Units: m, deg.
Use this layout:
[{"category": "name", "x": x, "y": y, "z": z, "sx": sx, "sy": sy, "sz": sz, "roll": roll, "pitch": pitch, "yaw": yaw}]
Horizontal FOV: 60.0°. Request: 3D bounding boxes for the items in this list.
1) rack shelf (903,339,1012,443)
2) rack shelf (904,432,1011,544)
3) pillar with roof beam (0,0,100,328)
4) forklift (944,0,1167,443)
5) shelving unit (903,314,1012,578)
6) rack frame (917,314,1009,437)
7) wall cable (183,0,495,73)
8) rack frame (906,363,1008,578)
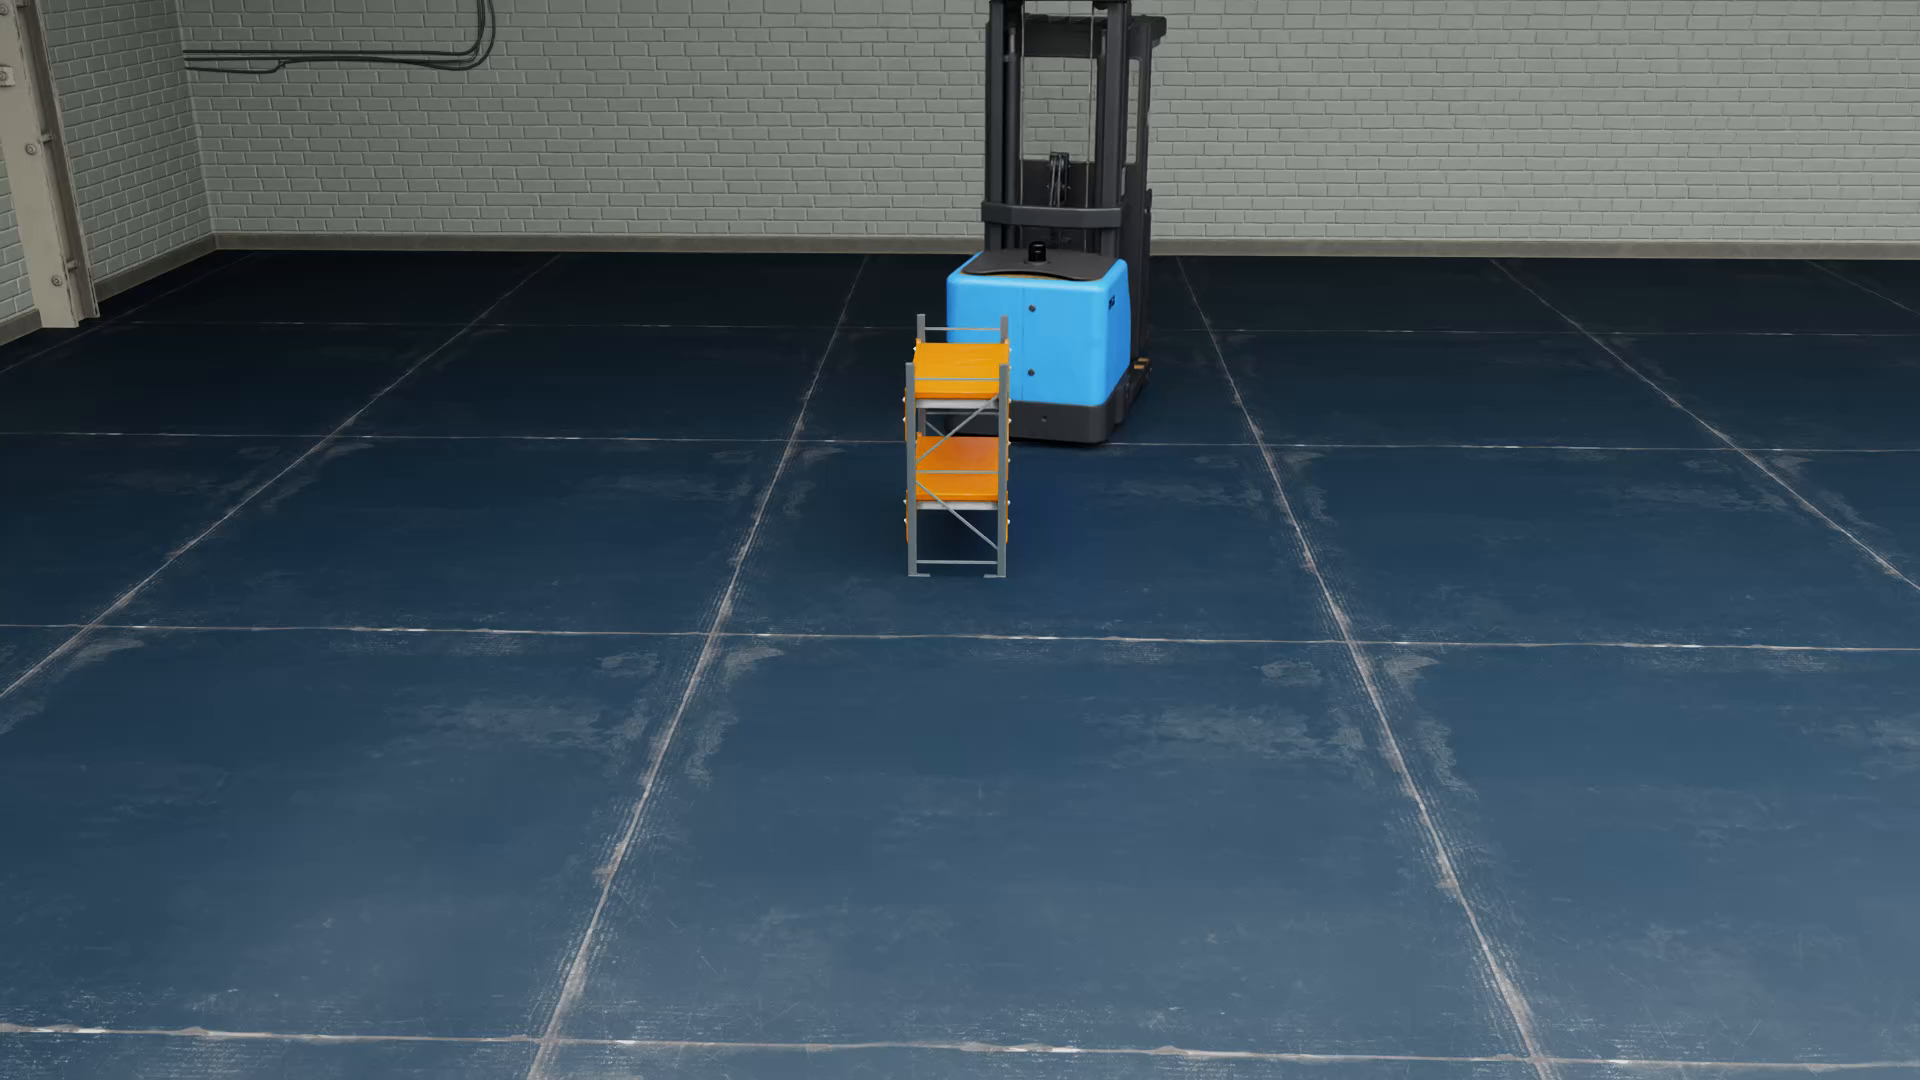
[{"category": "rack shelf", "x": 0.000, "y": -0.795, "z": 8.713, "sx": 0.538, "sy": 0.278, "sz": 1.000, "roll": 1, "pitch": 21, "yaw": 2}, {"category": "rack shelf", "x": 0.000, "y": -0.294, "z": 8.908, "sx": 0.538, "sy": 0.278, "sz": 1.000, "roll": 1, "pitch": 21, "yaw": 2}, {"category": "pillar with roof beam", "x": -3.004, "y": -5.941, "z": 11.900, "sx": 9.100, "sy": 9.000, "sz": 0.400, "roll": 1, "pitch": 21, "yaw": 2}, {"category": "forklift", "x": 0.767, "y": -2.474, "z": 11.352, "sx": 1.130, "sy": 2.935, "sz": 3.031, "roll": 5, "pitch": 22, "yaw": 14}, {"category": "shelving unit", "x": 0.000, "y": -0.522, "z": 8.819, "sx": 0.538, "sy": 1.125, "sz": 1.048, "roll": 1, "pitch": 21, "yaw": 2}, {"category": "rack frame", "x": 0.015, "y": -0.706, "z": 9.293, "sx": 0.500, "sy": 1.125, "sz": 0.032, "roll": 1, "pitch": 21, "yaw": 2}, {"category": "wall cable", "x": -5.896, "y": -5.591, "z": 15.292, "sx": 3.097, "sy": 2.526, "sz": 0.112, "roll": 1, "pitch": 21, "yaw": 2}, {"category": "rack frame", "x": -0.016, "y": -0.338, "z": 8.345, "sx": 0.500, "sy": 1.125, "sz": 0.032, "roll": 1, "pitch": 21, "yaw": 2}]
